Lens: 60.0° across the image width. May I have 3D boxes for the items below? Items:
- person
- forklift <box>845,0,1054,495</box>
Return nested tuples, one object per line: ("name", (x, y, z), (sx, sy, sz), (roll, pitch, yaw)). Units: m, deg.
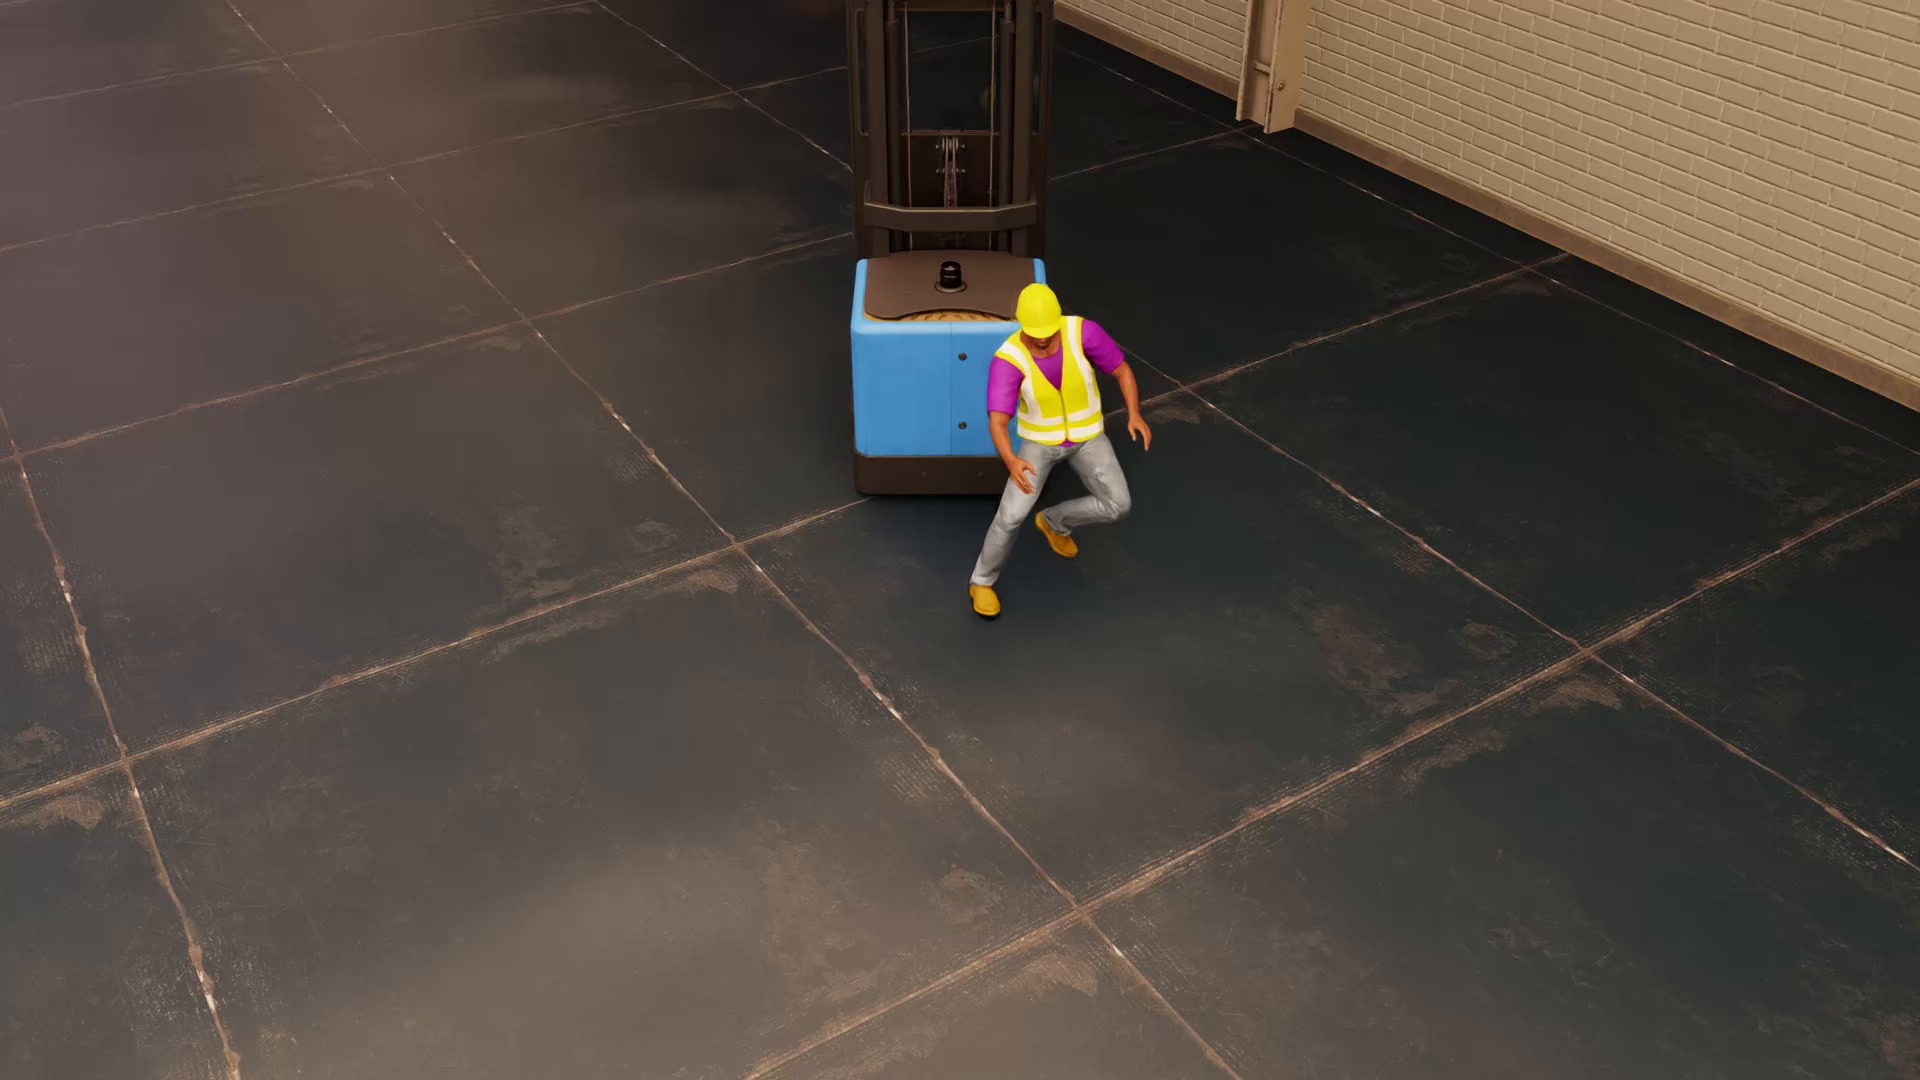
("person", (0.468, -0.429, 7.940), (0.867, 1.590, 0.782), (-5, 35, -7))
("forklift", (-0.056, -2.256, 9.358), (1.130, 2.935, 3.031), (0, 35, 0))
